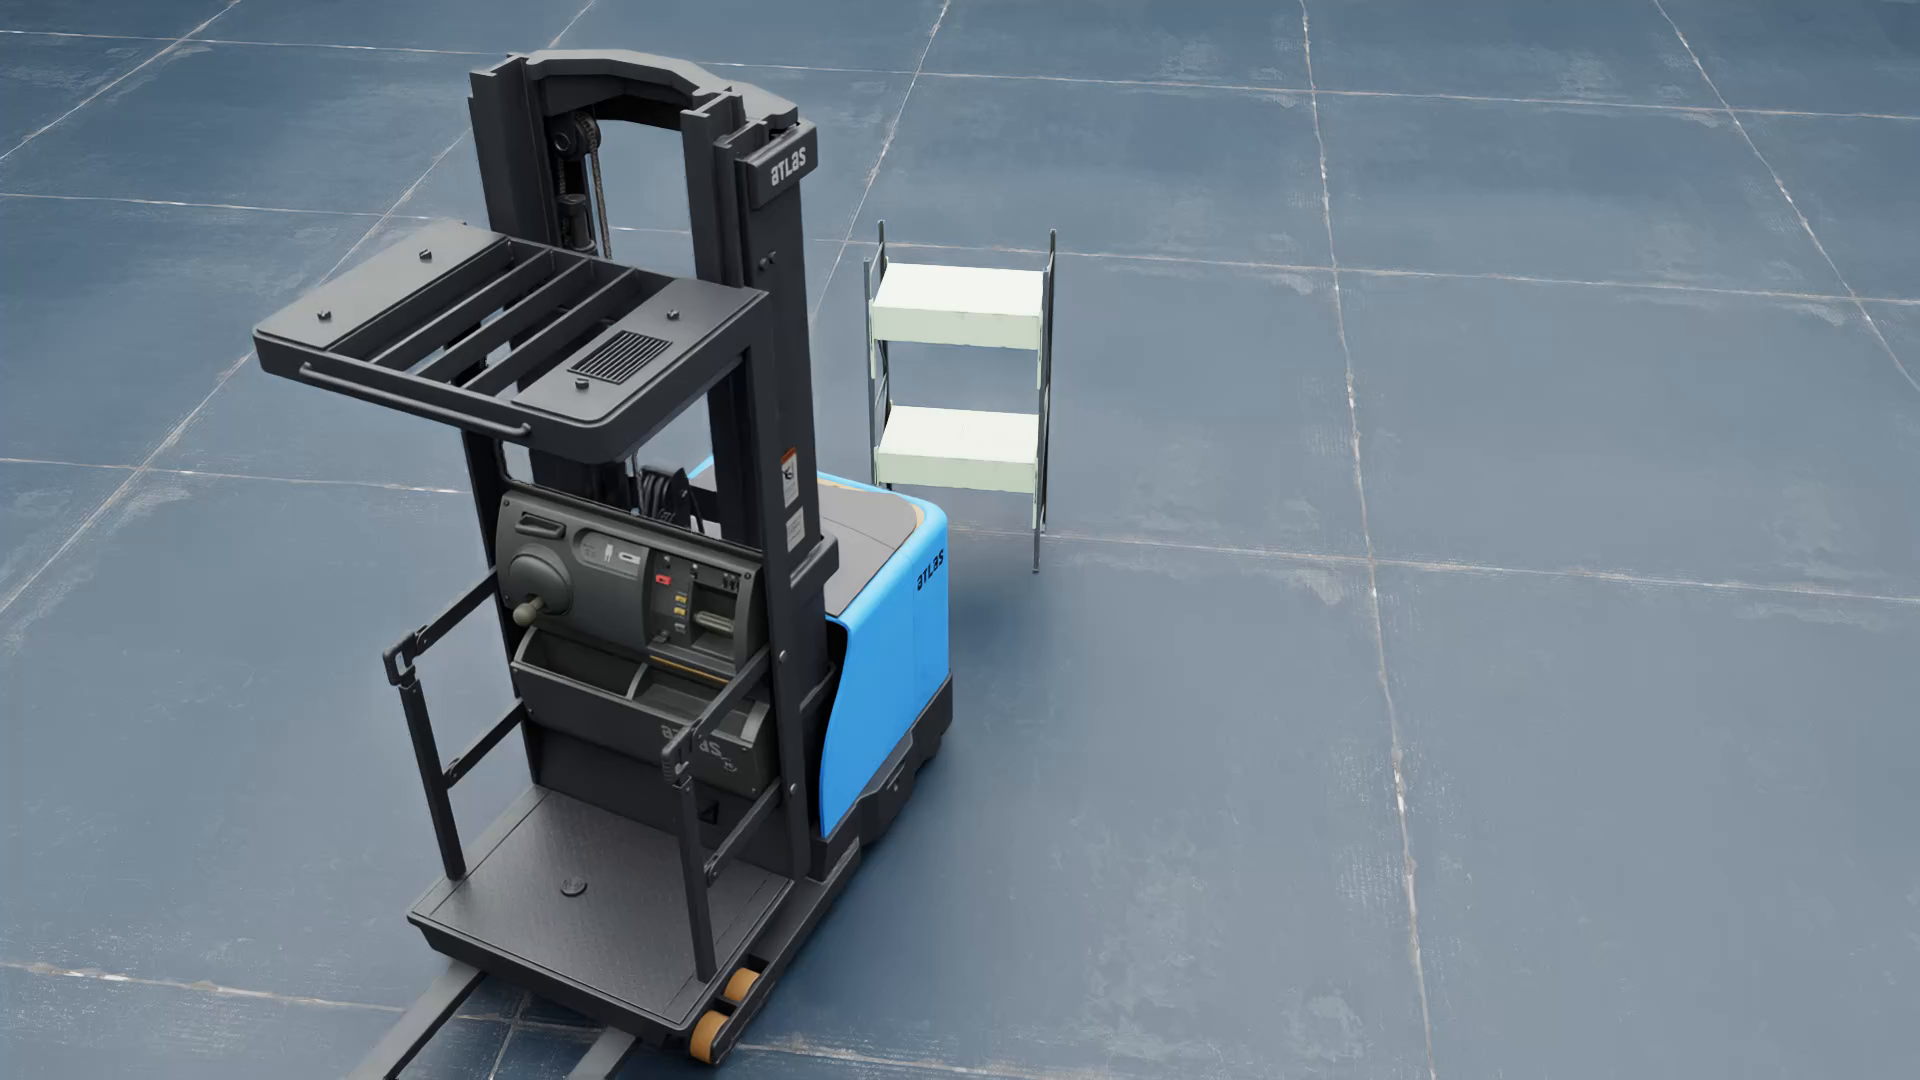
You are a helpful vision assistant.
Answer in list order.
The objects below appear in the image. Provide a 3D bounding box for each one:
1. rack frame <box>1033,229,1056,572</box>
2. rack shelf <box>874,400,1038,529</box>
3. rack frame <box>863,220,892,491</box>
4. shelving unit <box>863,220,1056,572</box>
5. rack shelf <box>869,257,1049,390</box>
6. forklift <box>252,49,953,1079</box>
[{"bbox_3d":[0.370,-0.583,7.276,0.023,1.500,0.400,4,36,6],"label":"rack frame"},{"bbox_3d":[0.007,-0.345,7.503,0.720,0.370,0.431,4,36,6],"label":"rack shelf"},{"bbox_3d":[-0.356,-0.637,7.352,0.023,1.500,0.400,4,36,6],"label":"rack frame"},{"bbox_3d":[0.007,-0.610,7.314,0.755,1.500,0.431,4,36,6],"label":"shelving unit"},{"bbox_3d":[0.007,-0.928,7.087,0.720,0.370,0.431,4,36,6],"label":"rack shelf"},{"bbox_3d":[-1.123,0.205,4.940,1.130,2.935,3.031,16,38,21],"label":"forklift"}]
